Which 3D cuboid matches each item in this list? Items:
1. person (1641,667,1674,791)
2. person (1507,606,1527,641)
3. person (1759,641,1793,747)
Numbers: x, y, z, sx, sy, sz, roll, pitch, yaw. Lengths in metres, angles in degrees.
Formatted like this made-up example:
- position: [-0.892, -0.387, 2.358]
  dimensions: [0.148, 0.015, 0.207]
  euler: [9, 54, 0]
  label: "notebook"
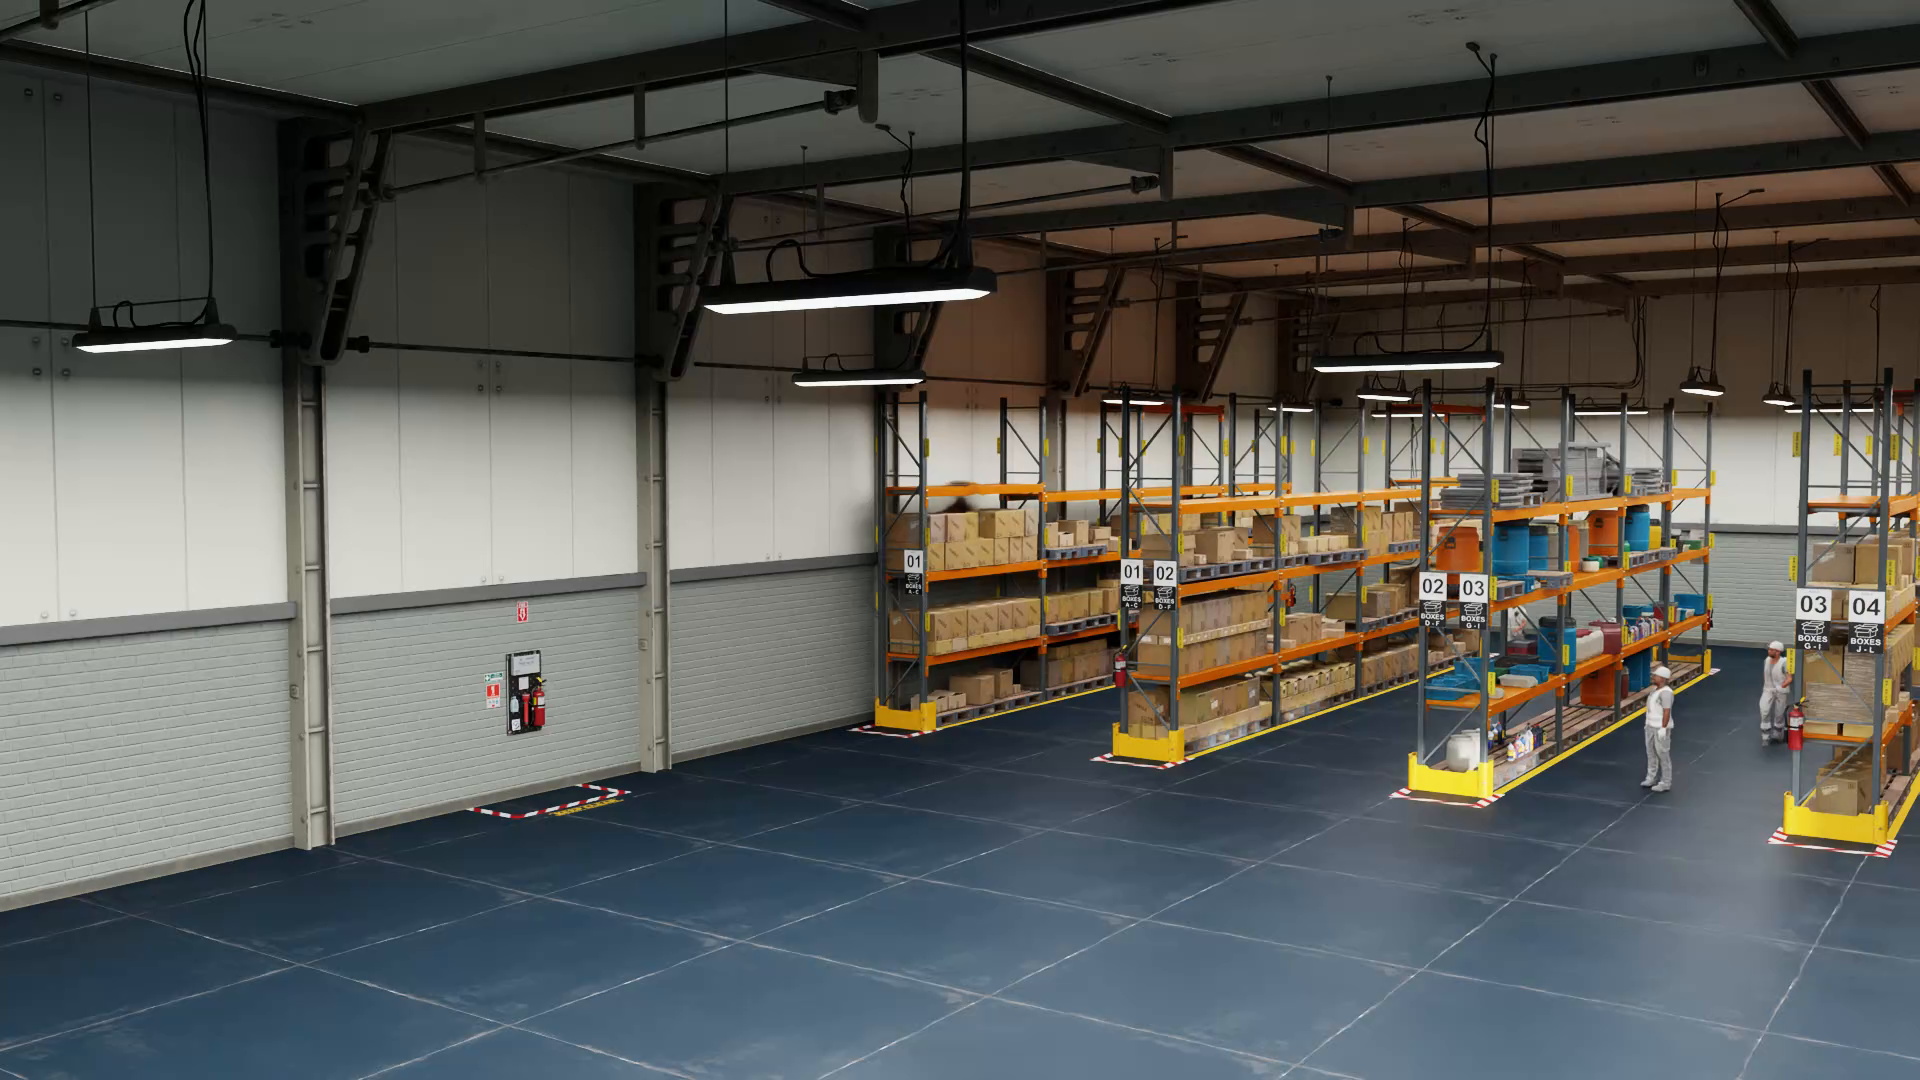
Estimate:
- position: [10.242, 2.746, 24.371]
  dimensions: [0.414, 1.792, 0.604]
  euler: [0, 3, -9]
  label: "person"
- position: [12.348, 2.097, 37.091]
  dimensions: [0.589, 1.763, 0.967]
  euler: [2, 4, 36]
  label: "person"
- position: [13.788, 2.608, 28.058]
  dimensions: [0.499, 1.811, 0.881]
  euler: [2, 4, 35]
  label: "person"
